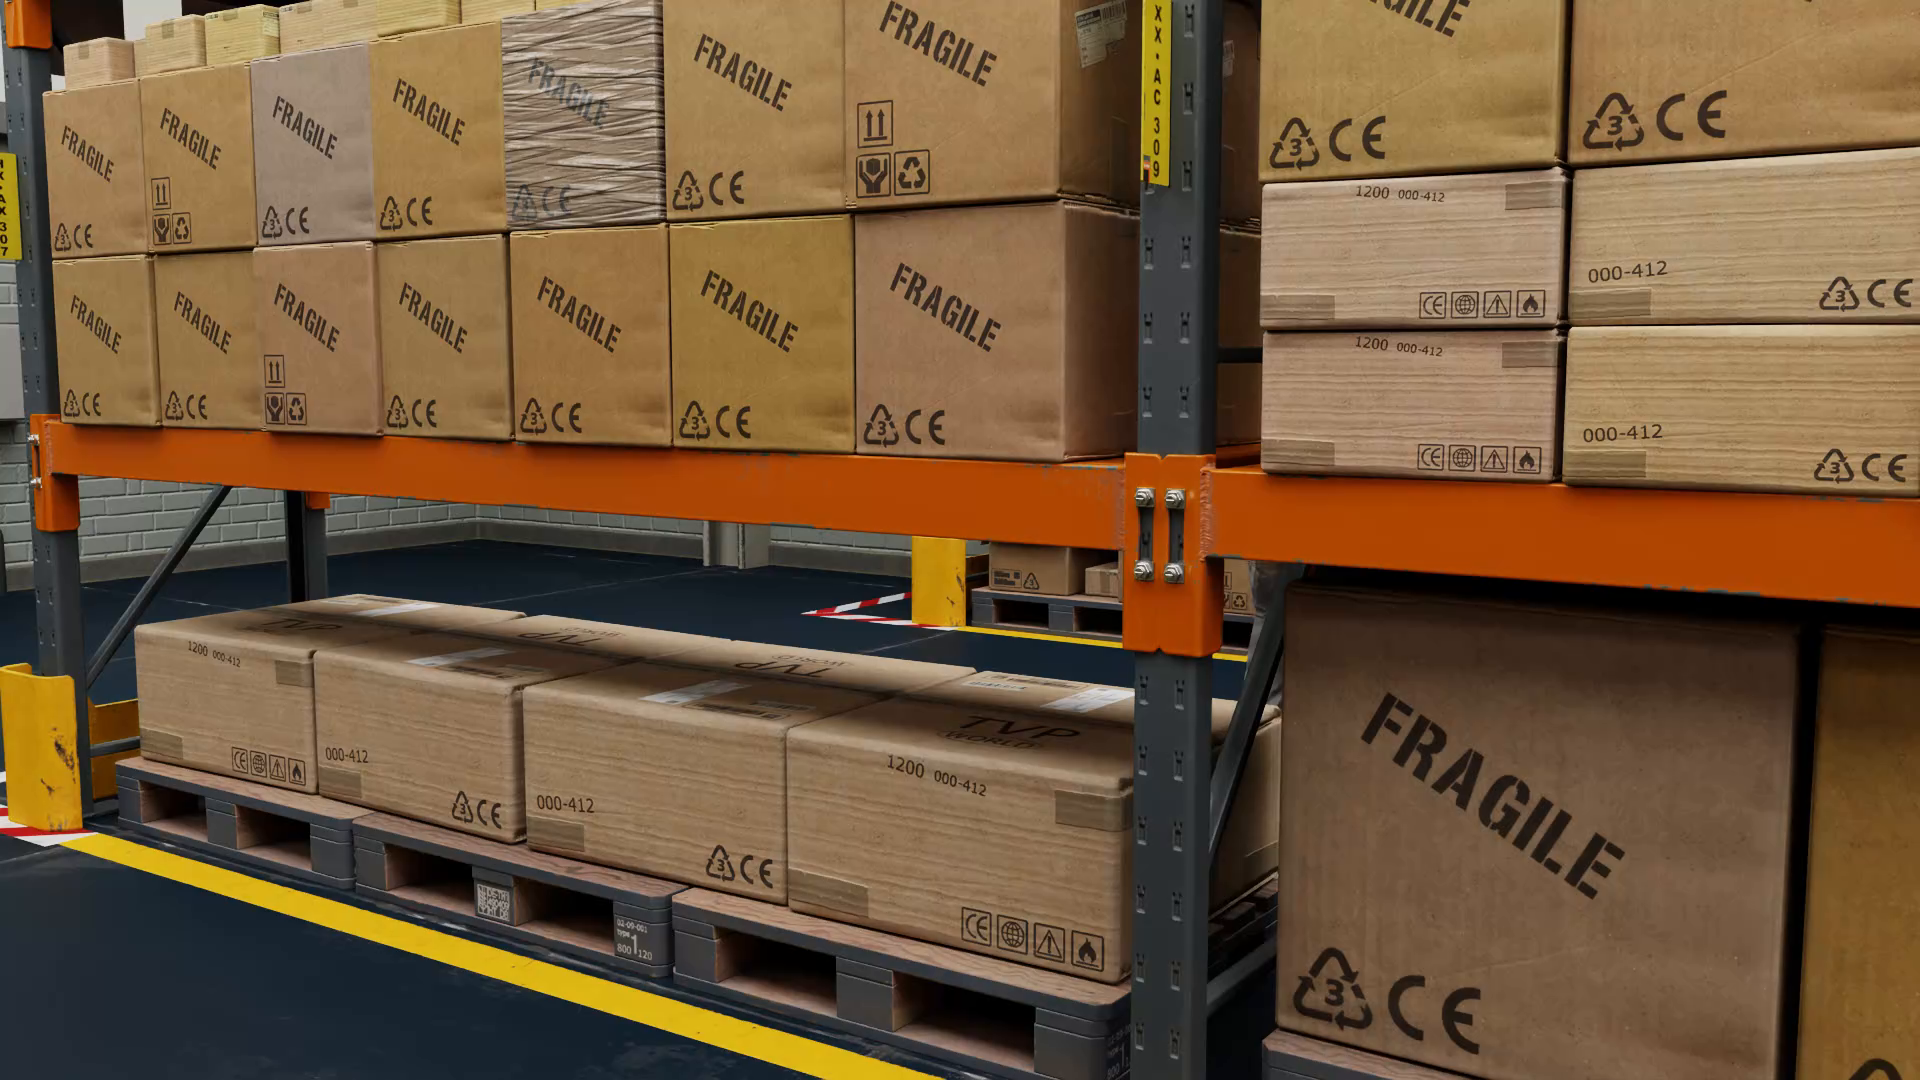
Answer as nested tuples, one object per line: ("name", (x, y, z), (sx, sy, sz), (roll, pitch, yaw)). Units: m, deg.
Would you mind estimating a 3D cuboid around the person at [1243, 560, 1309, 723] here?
("person", (1.323, -0.049, 6.499), (0.584, 1.695, 0.517), (4, 8, 35))
